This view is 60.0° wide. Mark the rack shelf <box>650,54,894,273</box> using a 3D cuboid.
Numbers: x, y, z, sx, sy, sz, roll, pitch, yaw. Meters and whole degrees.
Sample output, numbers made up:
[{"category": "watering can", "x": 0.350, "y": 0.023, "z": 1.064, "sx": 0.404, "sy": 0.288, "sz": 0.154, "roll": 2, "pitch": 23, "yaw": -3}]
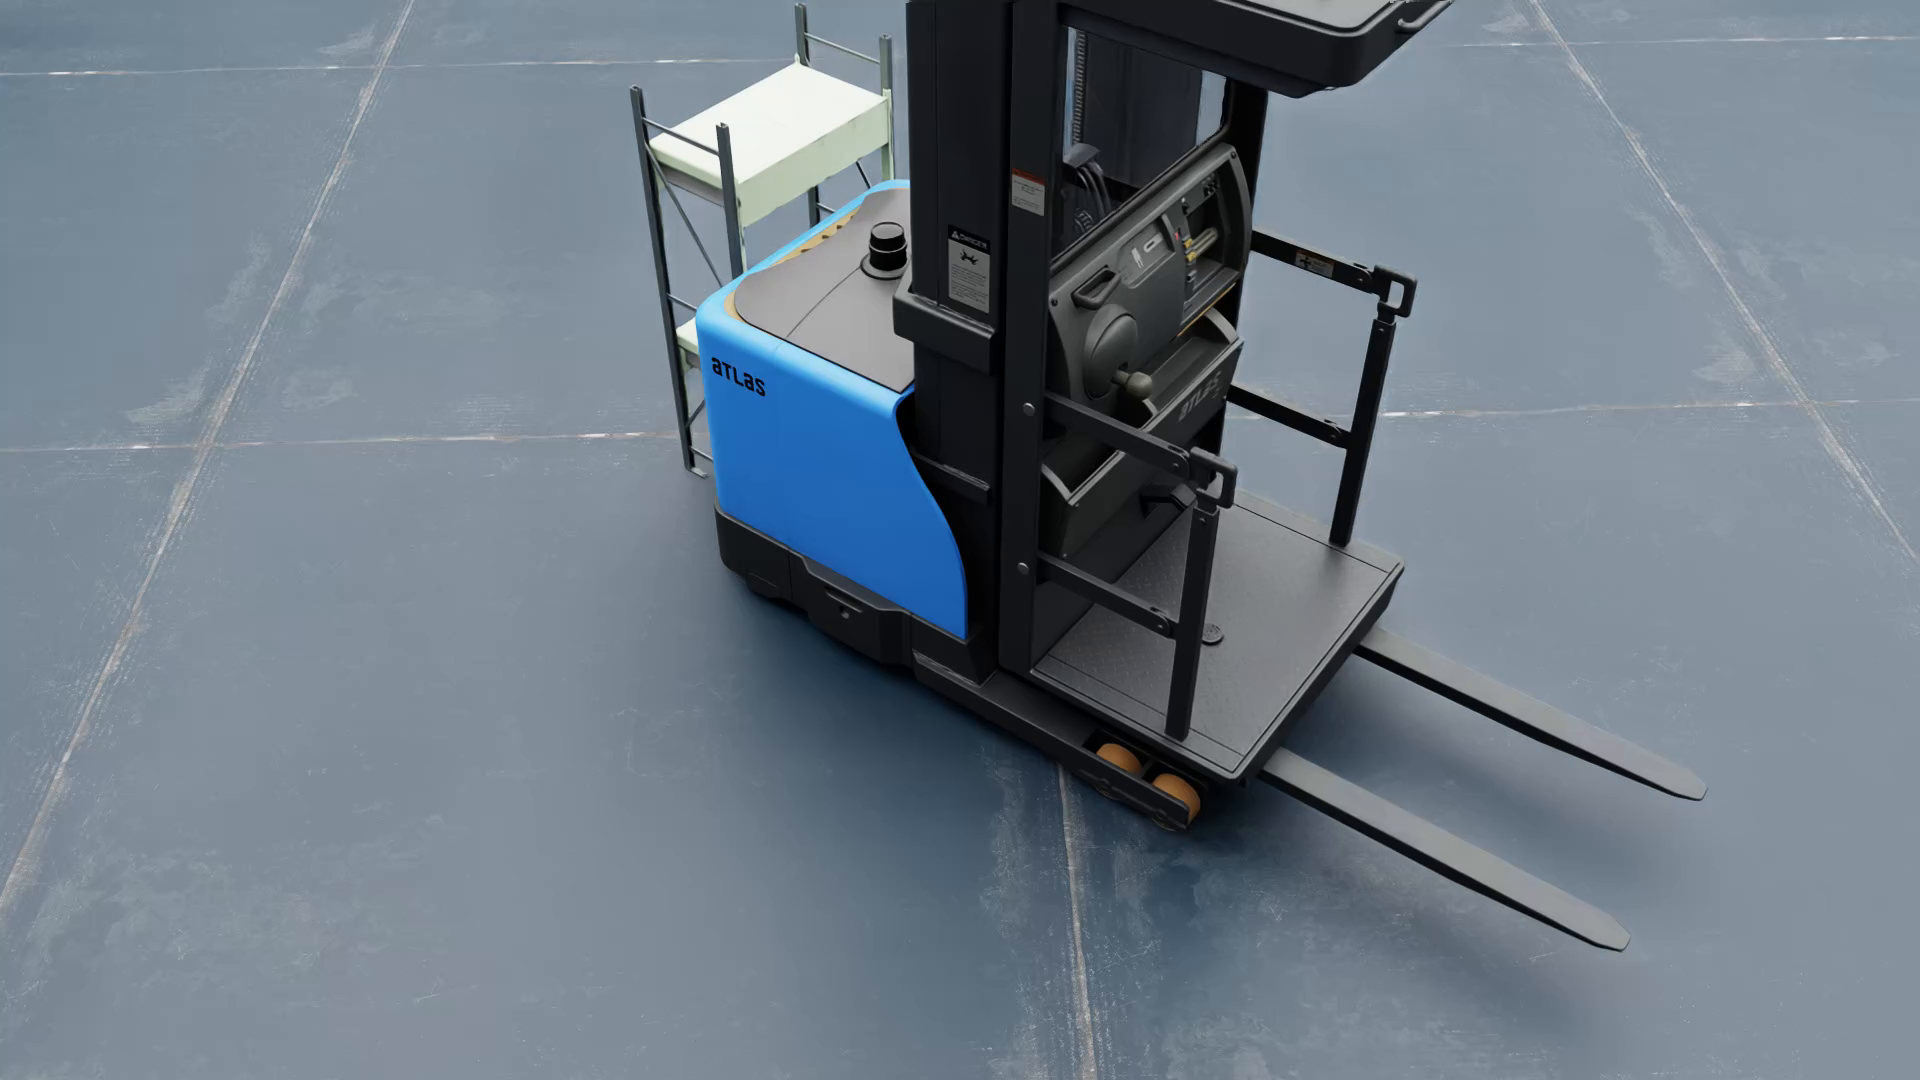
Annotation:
[{"category": "rack shelf", "x": -0.608, "y": -1.216, "z": 5.389, "sx": 0.431, "sy": 0.370, "sz": 0.720, "roll": 28, "pitch": 50, "yaw": 27}]

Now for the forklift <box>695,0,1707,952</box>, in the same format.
[{"category": "forklift", "x": 0.682, "y": -0.648, "z": 4.288, "sx": 3.031, "sy": 2.935, "sz": 1.130, "roll": 26, "pitch": 49, "yaw": 26}]

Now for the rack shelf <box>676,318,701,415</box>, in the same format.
[{"category": "rack shelf", "x": -0.608, "y": -0.688, "z": 5.873, "sx": 0.431, "sy": 0.370, "sz": 0.720, "roll": 28, "pitch": 50, "yaw": 27}]

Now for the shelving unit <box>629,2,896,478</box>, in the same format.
[{"category": "shelving unit", "x": -0.608, "y": -0.928, "z": 5.653, "sx": 0.431, "sy": 1.500, "sz": 0.755, "roll": 28, "pitch": 50, "yaw": 27}]

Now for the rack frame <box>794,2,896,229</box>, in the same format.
[{"category": "rack frame", "x": -0.379, "y": -1.122, "z": 5.863, "sx": 0.400, "sy": 1.500, "sz": 0.023, "roll": 28, "pitch": 50, "yaw": 27}]

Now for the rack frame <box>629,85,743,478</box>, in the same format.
[{"category": "rack frame", "x": -0.836, "y": -0.735, "z": 5.442, "sx": 0.400, "sy": 1.500, "sz": 0.023, "roll": 28, "pitch": 50, "yaw": 27}]
